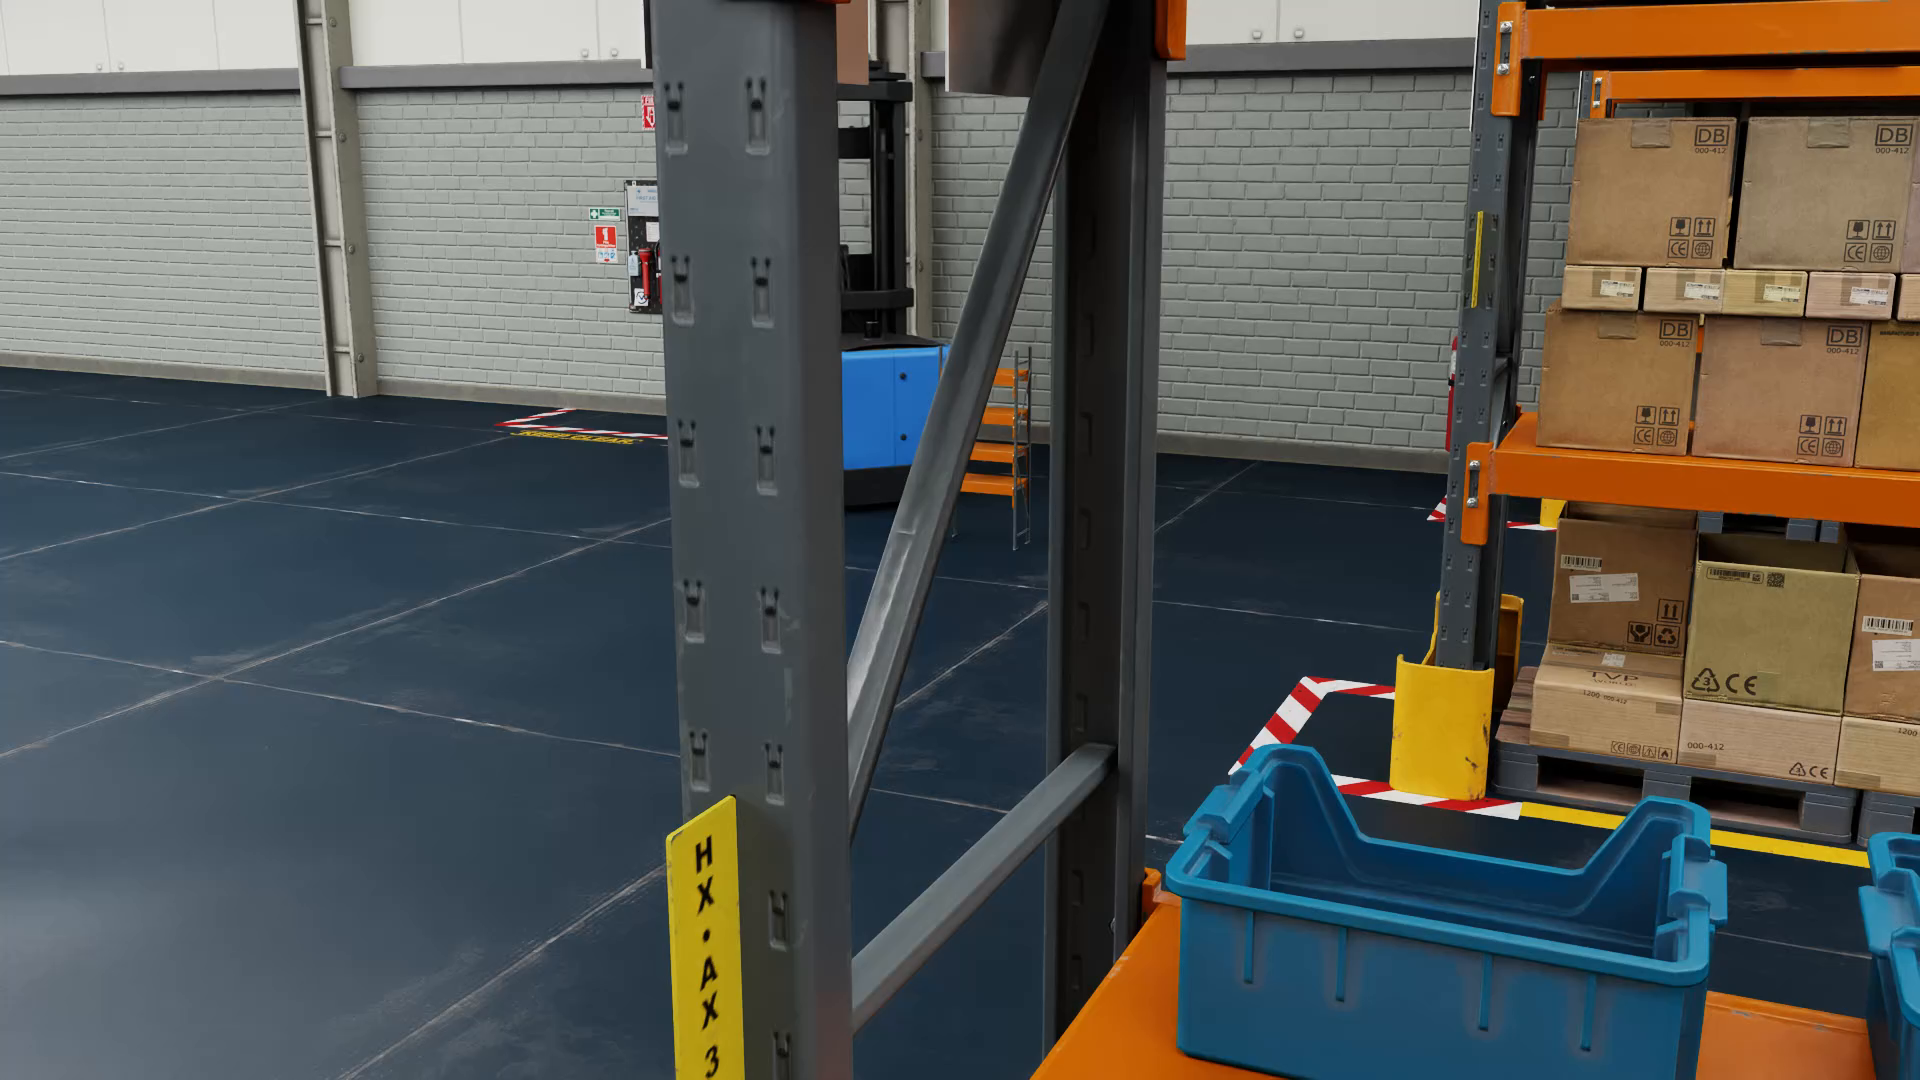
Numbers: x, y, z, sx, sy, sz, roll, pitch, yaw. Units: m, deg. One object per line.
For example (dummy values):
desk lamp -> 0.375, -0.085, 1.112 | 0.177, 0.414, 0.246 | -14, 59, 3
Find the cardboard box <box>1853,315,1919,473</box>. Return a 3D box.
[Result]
cardboard box -> 3.376, -0.534, 5.743 | 0.500, 0.500, 0.700 | 6, 14, 24

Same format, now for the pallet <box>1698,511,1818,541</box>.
pallet -> 4.821, -0.213, 10.702 | 1.213, 0.211, 1.003 | 6, 14, 23

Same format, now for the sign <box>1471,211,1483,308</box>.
sign -> 1.790, -0.970, 5.755 | 0.005, 0.325, 0.100 | 6, 14, 23

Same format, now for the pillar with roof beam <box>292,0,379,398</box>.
pillar with roof beam -> -7.701, -4.908, 11.474 | 0.400, 9.000, 9.100 | 6, 14, 23

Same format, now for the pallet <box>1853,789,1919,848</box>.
pallet -> 3.848, 0.907, 5.926 | 1.213, 0.211, 1.003 | 6, 14, 23

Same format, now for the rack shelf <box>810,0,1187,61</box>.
rack shelf -> 1.839, -0.516, 0.897 | 4.000, 0.370, 1.077 | 6, 14, 23

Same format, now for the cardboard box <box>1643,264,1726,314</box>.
cardboard box -> 2.535, -0.885, 5.820 | 0.250, 0.149, 0.380 | 5, 14, 22

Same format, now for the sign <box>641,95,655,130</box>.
sign -> -2.683, -3.718, 14.460 | 0.199, 0.298, 0.001 | 6, 14, 23

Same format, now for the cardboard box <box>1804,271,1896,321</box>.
cardboard box -> 2.992, -0.838, 5.619 | 0.250, 0.149, 0.380 | 6, 14, 22

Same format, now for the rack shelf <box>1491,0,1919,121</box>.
rack shelf -> 3.849, -1.550, 5.305 | 4.000, 0.370, 1.077 | 6, 14, 23

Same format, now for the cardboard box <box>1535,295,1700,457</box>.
cardboard box -> 2.442, -0.628, 6.147 | 0.500, 0.500, 0.700 | 6, 14, 23

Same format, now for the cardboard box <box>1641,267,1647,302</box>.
cardboard box -> 2.687, -0.970, 6.186 | 0.250, 0.149, 0.380 | 6, 15, 25

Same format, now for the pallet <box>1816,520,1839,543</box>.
pallet -> 5.933, -0.100, 10.219 | 1.213, 0.211, 1.003 | 6, 14, 23

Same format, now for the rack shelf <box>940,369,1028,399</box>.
rack shelf -> 0.151, -0.951, 9.963 | 0.480, 0.148, 0.258 | 6, 14, 23

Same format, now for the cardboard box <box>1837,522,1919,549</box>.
cardboard box -> 3.552, 0.221, 6.207 | 0.500, 0.500, 0.500 | 6, 14, 23

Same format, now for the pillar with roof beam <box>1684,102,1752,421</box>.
pillar with roof beam -> 3.270, -3.798, 6.742 | 0.400, 9.000, 9.100 | 6, 14, 23

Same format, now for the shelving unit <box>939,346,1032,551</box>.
shelving unit -> 0.151, -0.569, 10.052 | 0.503, 1.200, 0.258 | 6, 14, 23

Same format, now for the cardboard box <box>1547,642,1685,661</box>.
cardboard box -> 2.631, 0.497, 6.672 | 0.500, 0.250, 0.500 | 6, 14, 23

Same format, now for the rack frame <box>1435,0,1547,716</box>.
rack frame -> 2.021, -0.625, 6.354 | 0.127, 3.000, 1.000 | 6, 14, 23

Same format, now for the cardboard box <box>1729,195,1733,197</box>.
cardboard box -> 4.997, -1.914, 10.490 | 0.500, 0.500, 0.500 | 6, 14, 24

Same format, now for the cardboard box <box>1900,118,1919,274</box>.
cardboard box -> 3.435, -1.161, 5.578 | 0.500, 0.500, 0.700 | 6, 14, 23

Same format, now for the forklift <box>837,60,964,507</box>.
forklift -> -1.036, -1.925, 12.043 | 1.130, 2.935, 3.031 | -6, 14, -23

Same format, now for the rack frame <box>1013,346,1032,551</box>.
rack frame -> 0.374, -0.546, 9.956 | 0.015, 1.200, 0.240 | 6, 14, 23

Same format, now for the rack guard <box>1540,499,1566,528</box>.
rack guard -> 4.093, -0.436, 11.021 | 0.348, 0.500, 1.175 | 6, 14, 23

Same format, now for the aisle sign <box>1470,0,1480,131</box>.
aisle sign -> 1.836, -1.833, 5.810 | 0.004, 0.787, 0.394 | 6, 14, 23

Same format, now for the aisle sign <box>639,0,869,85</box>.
aisle sign -> -0.174, -0.802, 1.417 | 0.004, 0.787, 0.394 | 6, 14, 23

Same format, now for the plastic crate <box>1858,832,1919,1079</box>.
plastic crate -> 1.181, 0.526, 1.771 | 0.408, 0.251, 0.499 | 6, 14, 23

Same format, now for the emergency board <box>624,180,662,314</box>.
emergency board -> -2.716, -2.568, 14.633 | 0.643, 1.169, 0.194 | 6, 14, 23

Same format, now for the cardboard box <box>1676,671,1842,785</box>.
cardboard box -> 2.879, 0.650, 6.017 | 0.500, 0.250, 0.500 | 6, 14, 23

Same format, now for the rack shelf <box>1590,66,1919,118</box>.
rack shelf -> 5.852, -2.585, 9.716 | 4.000, 0.370, 1.077 | 6, 14, 23

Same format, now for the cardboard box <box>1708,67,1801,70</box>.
cardboard box -> 4.705, -3.039, 9.811 | 0.500, 0.500, 0.500 | 7, 15, 27

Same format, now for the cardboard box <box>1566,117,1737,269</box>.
cardboard box -> 2.491, -1.255, 5.978 | 0.500, 0.500, 0.700 | 6, 14, 23

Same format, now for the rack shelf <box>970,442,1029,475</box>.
rack shelf -> 0.151, -0.503, 10.068 | 0.480, 0.148, 0.258 | 6, 14, 23

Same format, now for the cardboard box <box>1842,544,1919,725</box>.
cardboard box -> 3.341, 0.329, 5.744 | 0.500, 0.500, 0.500 | 6, 14, 23
